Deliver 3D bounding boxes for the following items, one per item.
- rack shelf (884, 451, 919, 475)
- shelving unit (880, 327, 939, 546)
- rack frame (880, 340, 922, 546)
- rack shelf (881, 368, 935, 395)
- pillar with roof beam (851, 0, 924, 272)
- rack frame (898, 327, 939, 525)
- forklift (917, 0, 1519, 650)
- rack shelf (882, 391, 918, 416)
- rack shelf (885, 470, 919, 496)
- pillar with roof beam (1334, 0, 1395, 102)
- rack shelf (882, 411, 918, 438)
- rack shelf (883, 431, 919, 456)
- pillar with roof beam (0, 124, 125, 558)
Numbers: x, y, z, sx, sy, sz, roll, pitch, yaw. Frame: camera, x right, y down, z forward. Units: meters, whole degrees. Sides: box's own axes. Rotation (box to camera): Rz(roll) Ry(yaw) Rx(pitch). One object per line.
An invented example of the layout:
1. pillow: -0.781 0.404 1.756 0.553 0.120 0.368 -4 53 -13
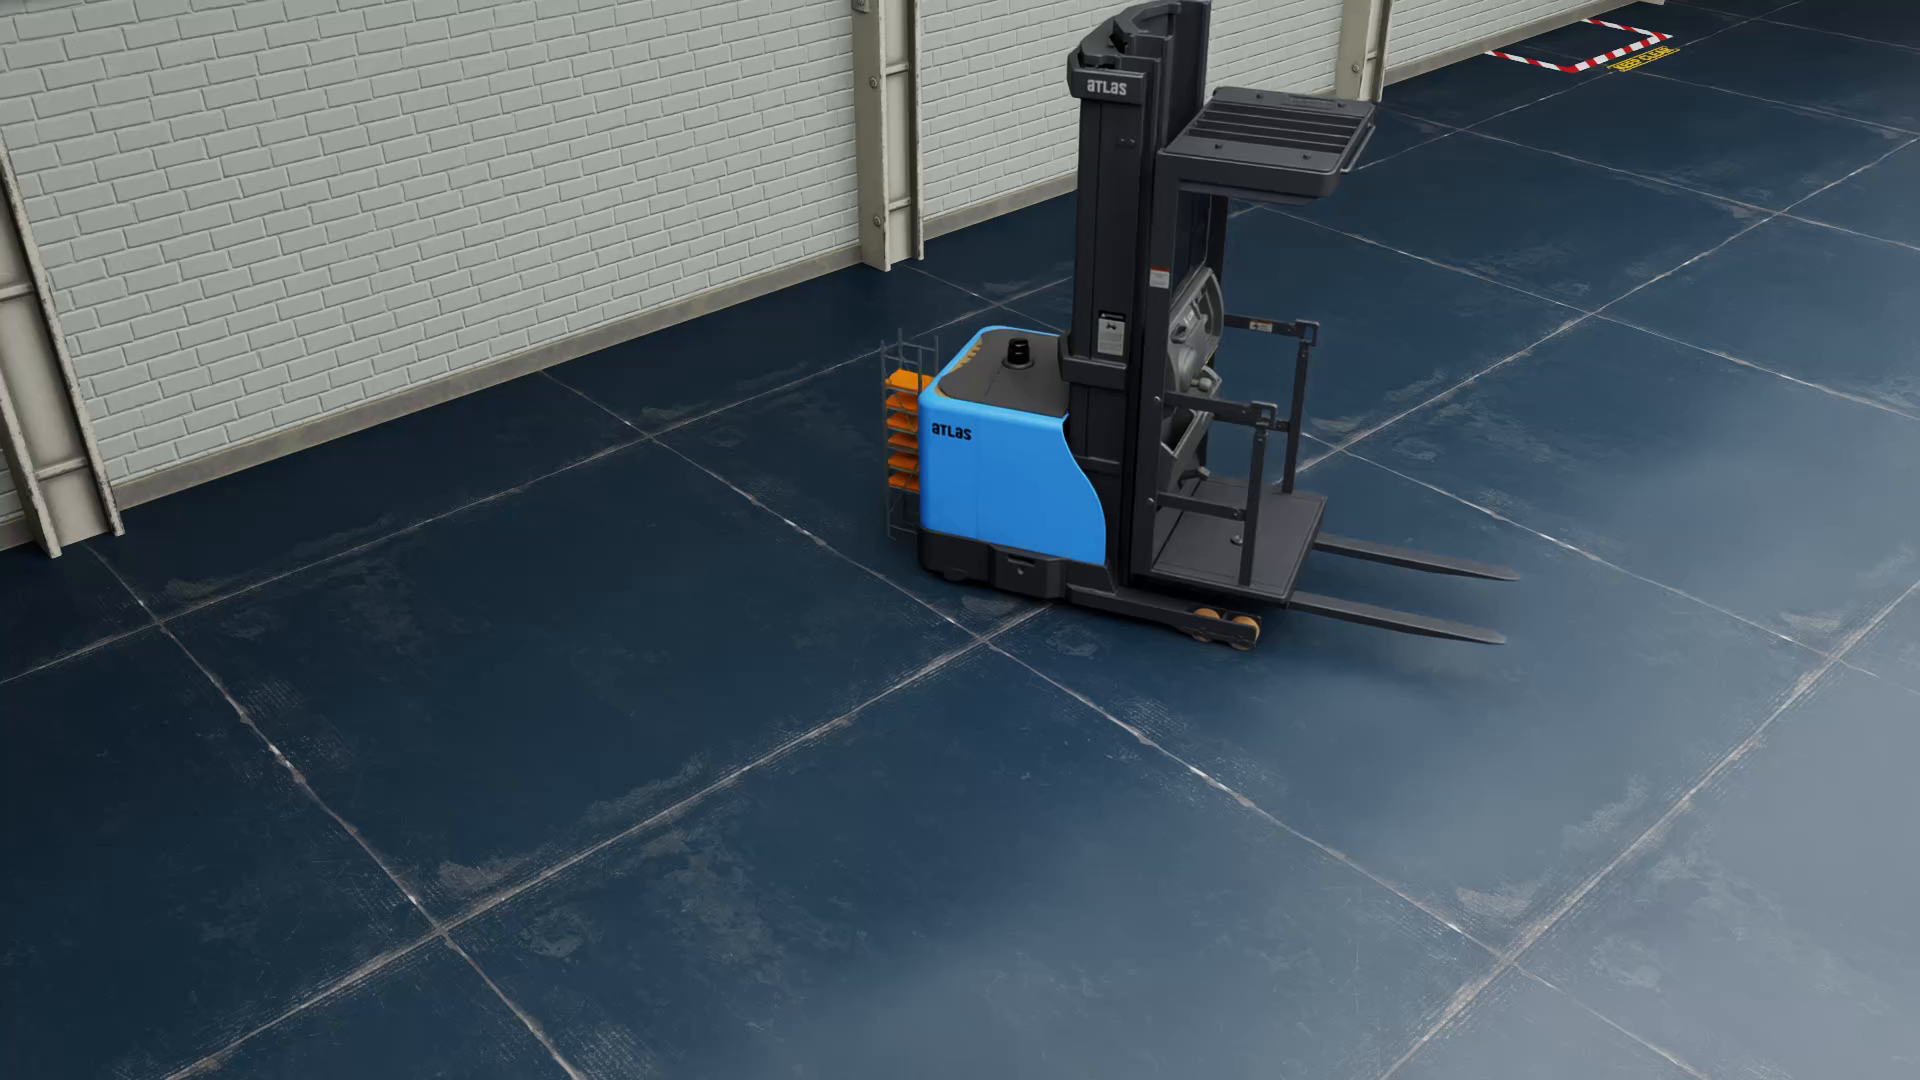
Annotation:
1. rack shelf: -0.259 -0.399 9.066 0.258 0.103 0.180 15 35 24
2. shelving unit: -0.260 -0.540 8.980 0.258 1.200 0.189 15 35 24
3. rack frame: -0.303 -0.497 8.911 0.240 1.200 0.006 15 35 24
4. rack shelf: -0.262 -0.809 8.815 0.258 0.103 0.180 15 35 24
5. pillar with roof beam: 2.403 -4.348 7.734 0.400 9.000 9.100 -26 40 -35
6. rack frame: -0.218 -0.582 9.049 0.240 1.200 0.006 15 35 24
7. forklift: 1.341 -1.014 8.099 3.031 2.935 1.130 12 33 18
8. rack shelf: -0.262 -0.706 8.878 0.258 0.103 0.180 15 35 24
9. rack shelf: -0.258 -0.297 9.129 0.258 0.103 0.180 15 35 24
10. pillar with roof beam: 6.803 -6.476 11.215 0.400 9.000 9.100 -26 40 -35
11. rack shelf: -0.261 -0.604 8.941 0.258 0.103 0.180 15 35 24
12. rack shelf: -0.260 -0.502 9.003 0.258 0.103 0.180 15 35 24
13. pillar with roof beam: -1.996 -2.220 4.254 0.400 9.000 9.100 -26 40 -35
